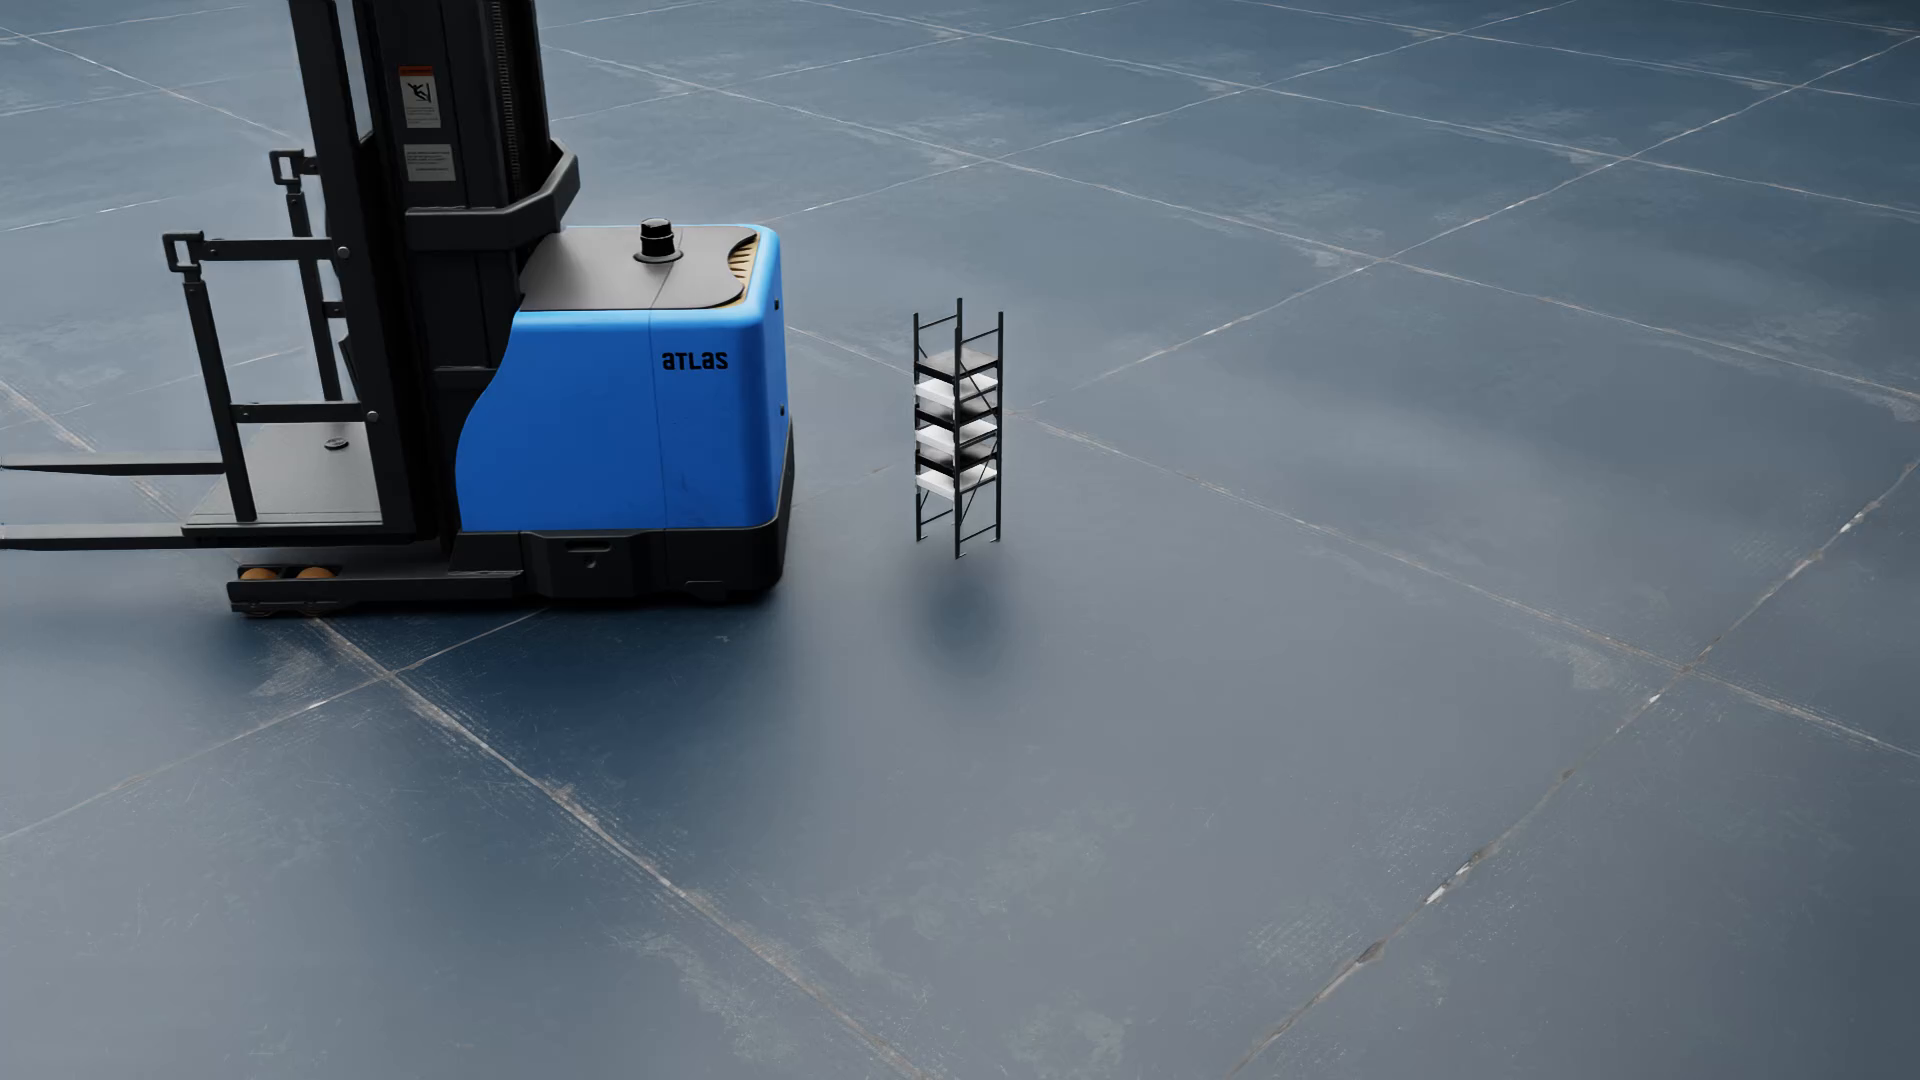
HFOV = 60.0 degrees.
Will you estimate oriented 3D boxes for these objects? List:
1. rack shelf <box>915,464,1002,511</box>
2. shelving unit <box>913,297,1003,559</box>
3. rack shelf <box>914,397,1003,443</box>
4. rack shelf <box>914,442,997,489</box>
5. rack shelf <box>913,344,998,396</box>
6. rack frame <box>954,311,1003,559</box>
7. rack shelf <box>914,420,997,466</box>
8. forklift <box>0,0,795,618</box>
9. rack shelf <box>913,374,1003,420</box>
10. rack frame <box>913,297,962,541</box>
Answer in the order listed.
[{"bbox_3d":[-0.006,-0.212,6.145,0.200,0.077,0.258,25,36,38],"label":"rack shelf"},{"bbox_3d":[-0.006,-0.401,6.046,0.210,0.900,0.258,25,36,38],"label":"shelving unit"},{"bbox_3d":[-0.006,-0.451,6.019,0.200,0.077,0.258,25,36,38],"label":"rack shelf"},{"bbox_3d":[-0.006,-0.292,6.103,0.200,0.077,0.258,25,36,38],"label":"rack shelf"},{"bbox_3d":[-0.006,-0.610,5.935,0.200,0.077,0.258,25,36,38],"label":"rack shelf"},{"bbox_3d":[0.067,-0.368,5.983,0.006,0.900,0.240,25,36,38],"label":"rack frame"},{"bbox_3d":[-0.006,-0.371,6.061,0.200,0.077,0.258,25,36,38],"label":"rack shelf"},{"bbox_3d":[-2.155,-1.281,5.537,3.031,2.935,1.130,-1,28,-2],"label":"forklift"},{"bbox_3d":[-0.006,-0.531,5.977,0.200,0.077,0.258,25,36,38],"label":"rack shelf"},{"bbox_3d":[-0.078,-0.434,6.109,0.006,0.900,0.240,25,36,38],"label":"rack frame"}]
